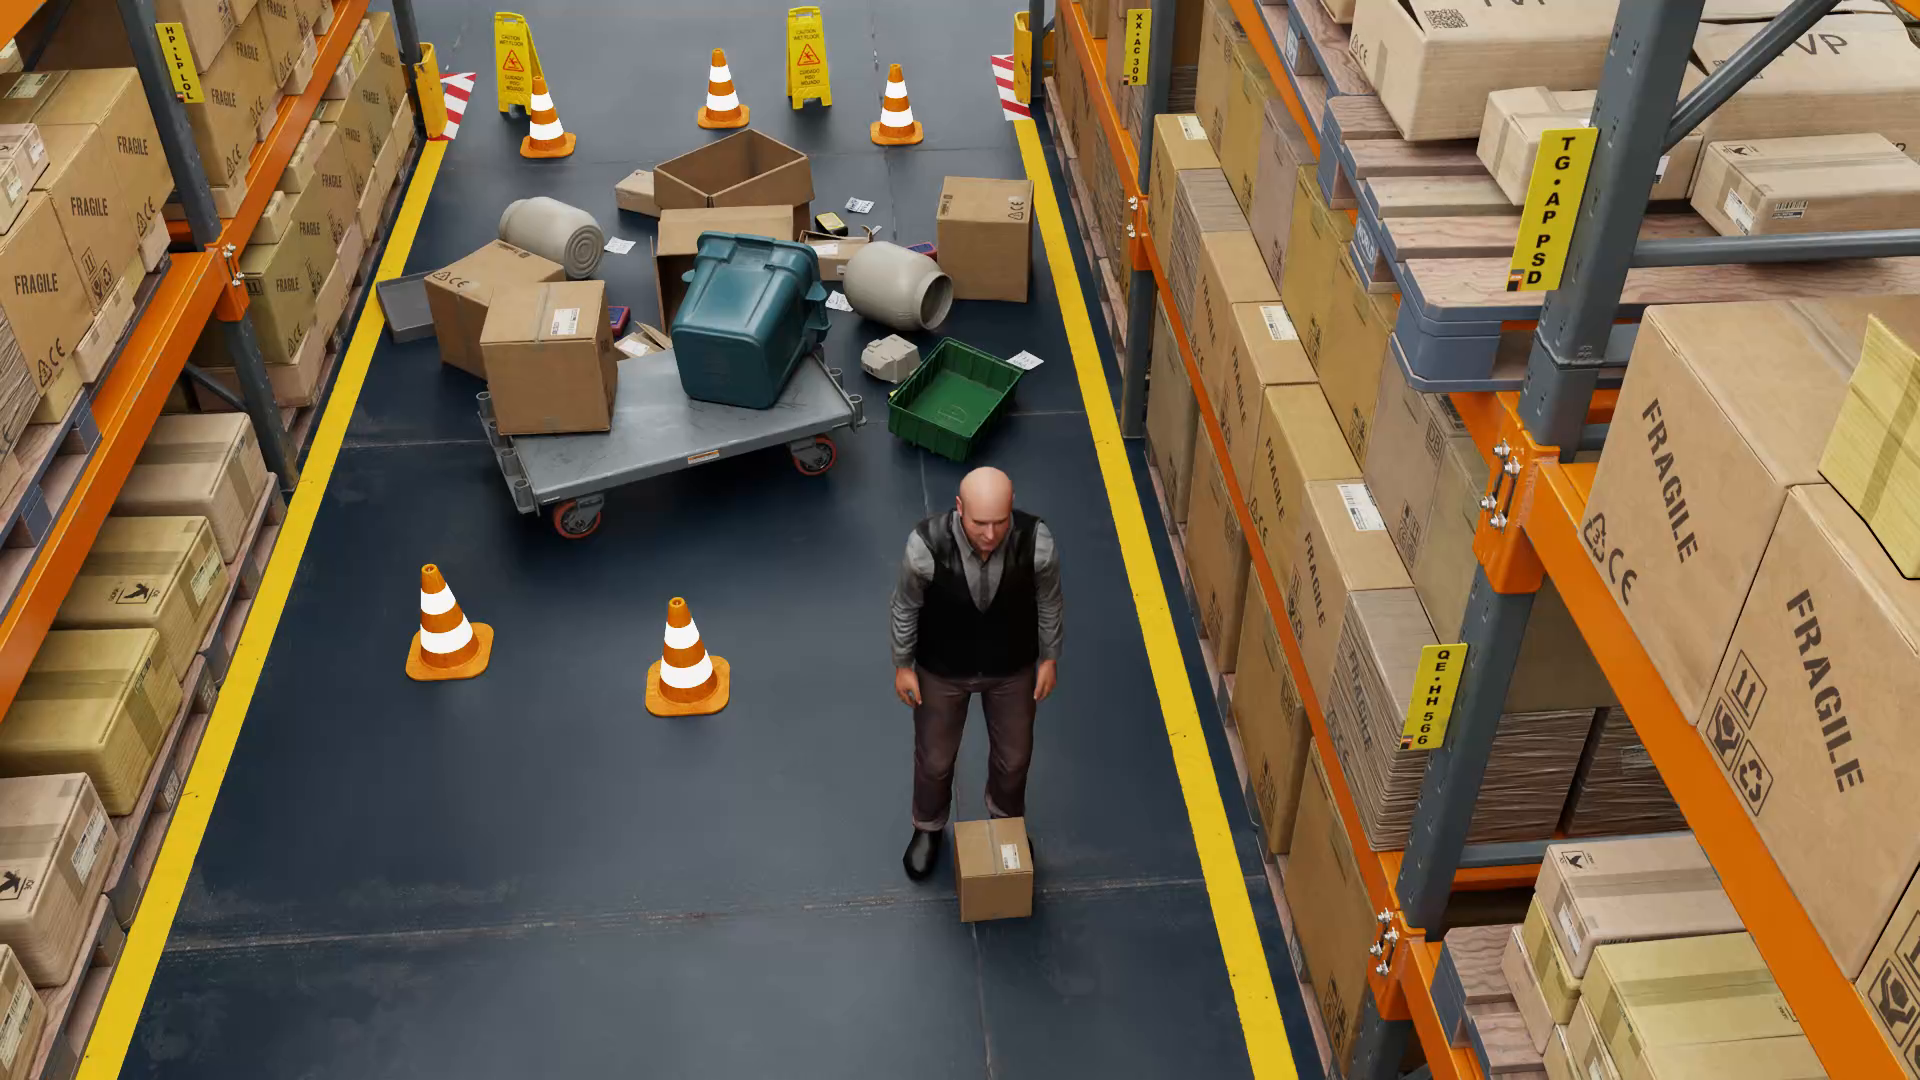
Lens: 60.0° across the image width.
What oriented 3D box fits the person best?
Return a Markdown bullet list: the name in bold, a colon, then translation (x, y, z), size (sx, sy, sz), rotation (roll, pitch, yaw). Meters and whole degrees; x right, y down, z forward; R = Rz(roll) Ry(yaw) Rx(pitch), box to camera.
- **person**: translation (0.055, 0.395, 5.639), size (0.579, 1.664, 0.410), rotation (-3, 39, -4)
